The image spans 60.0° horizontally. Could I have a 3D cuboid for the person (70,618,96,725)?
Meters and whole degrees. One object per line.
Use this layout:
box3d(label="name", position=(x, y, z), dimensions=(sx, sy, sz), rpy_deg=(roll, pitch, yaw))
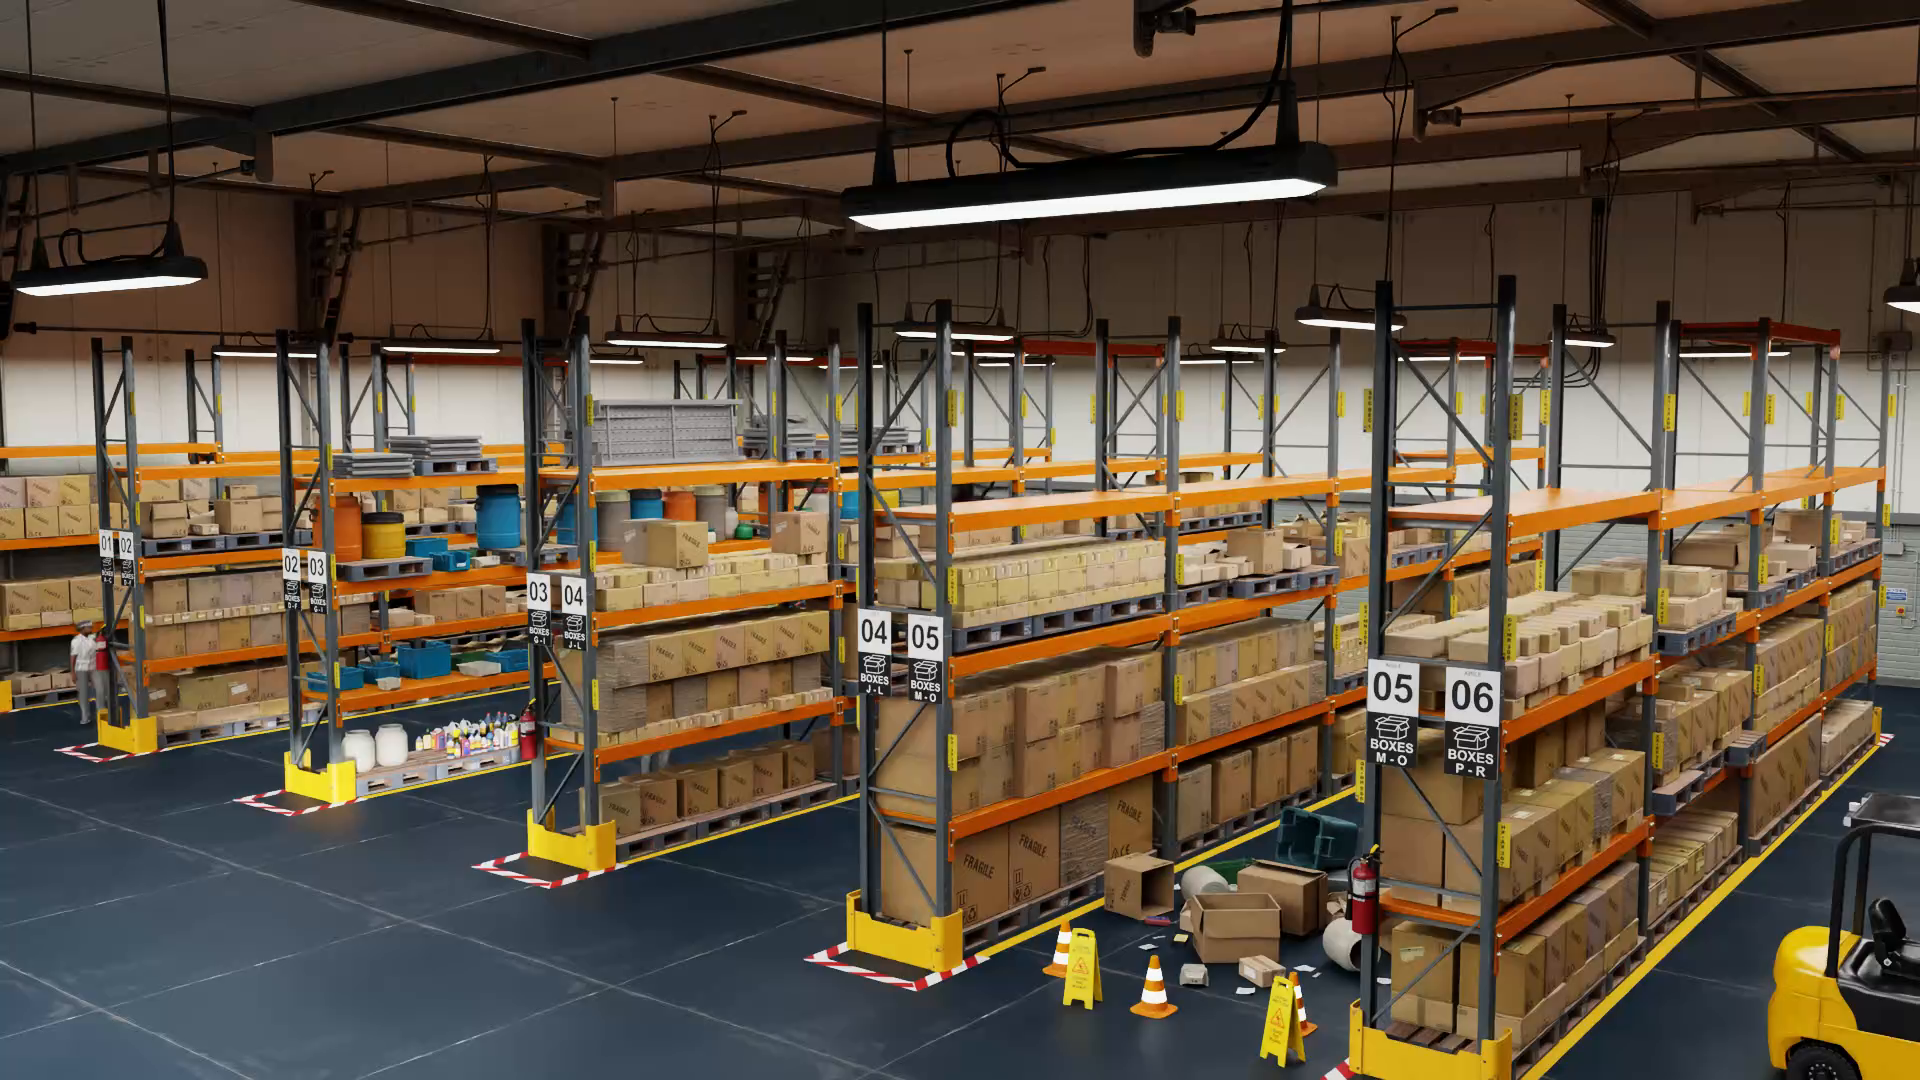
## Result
box3d(label="person", position=(-13.729, 2.086, 26.156), dimensions=(0.487, 1.735, 0.431), rpy_deg=(-4, 6, -36))

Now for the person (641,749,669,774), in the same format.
box3d(label="person", position=(-4.014, 2.380, 21.822), dimensions=(0.439, 1.784, 0.557), rpy_deg=(5, 7, 42))
